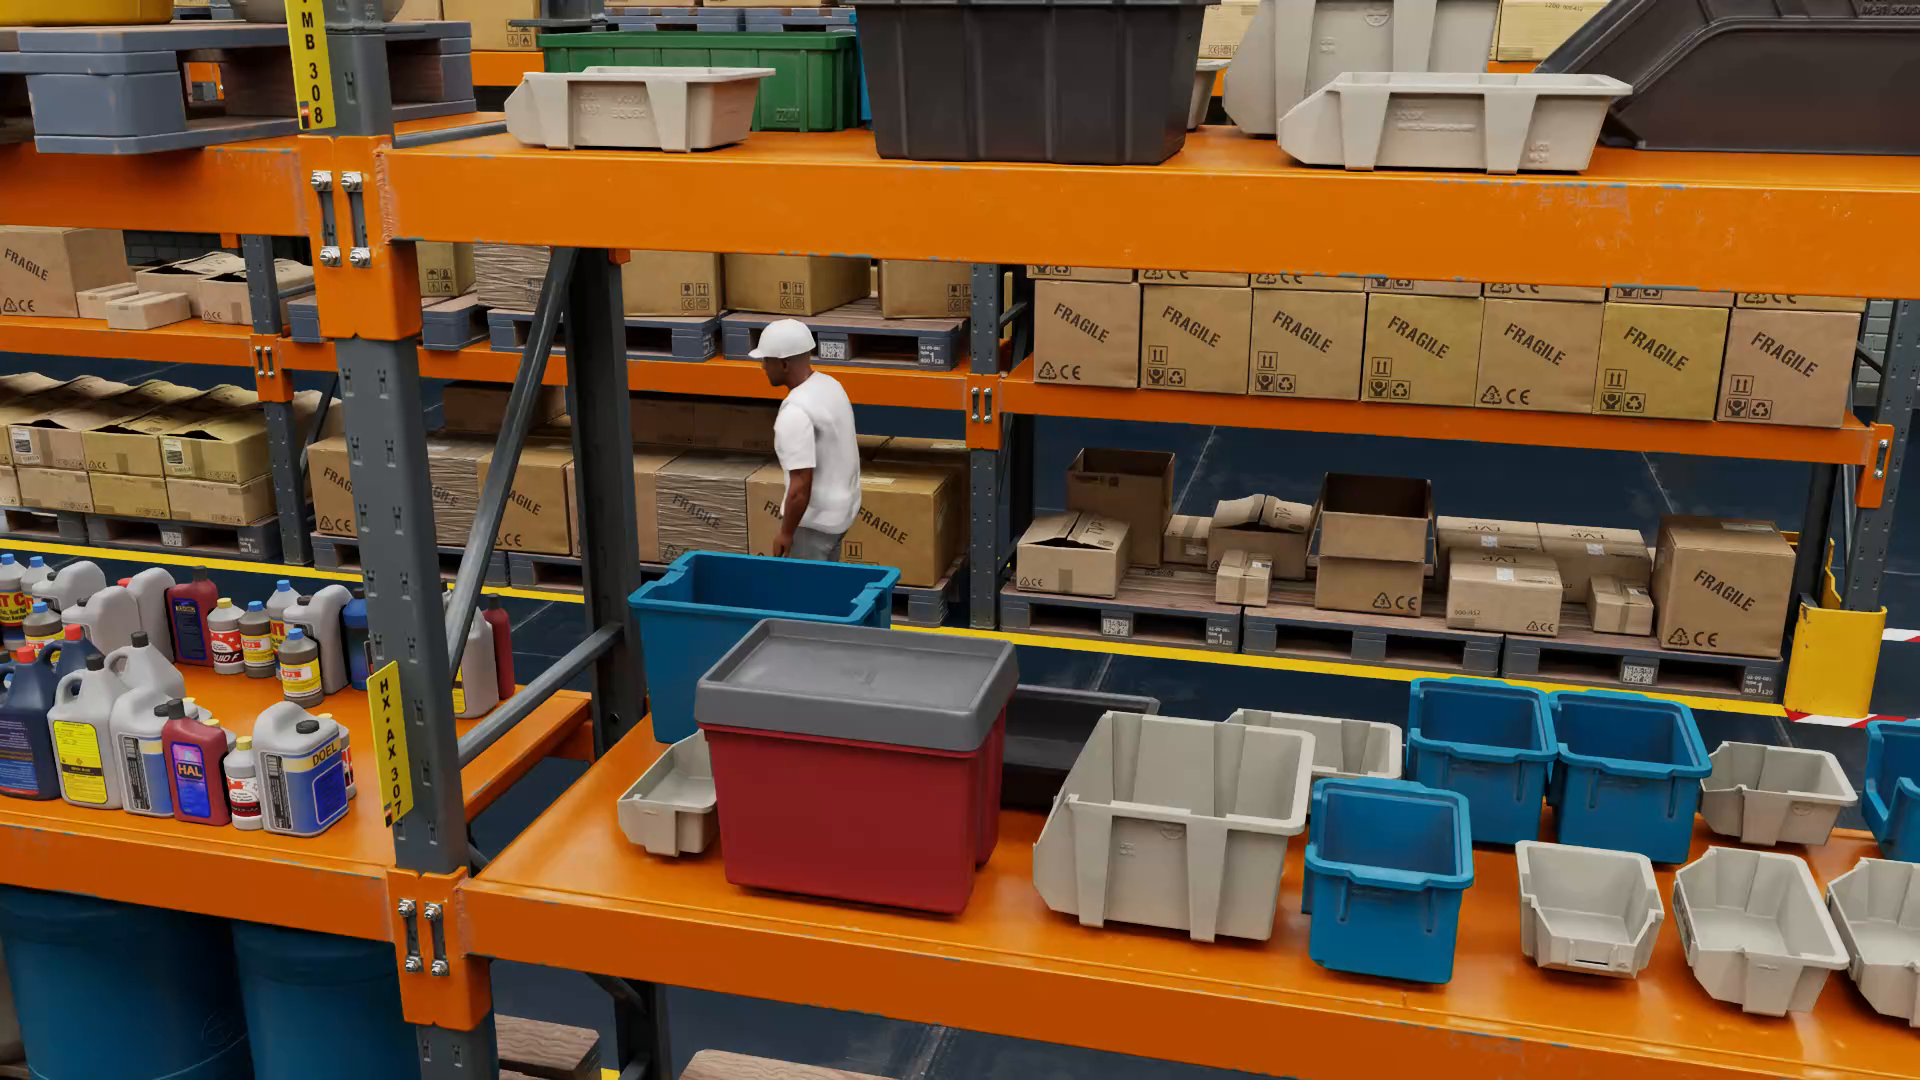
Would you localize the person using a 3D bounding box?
[{"bbox_3d":[-0.673,-0.106,7.351,0.457,1.761,0.628,4,19,12],"label":"person"}]
